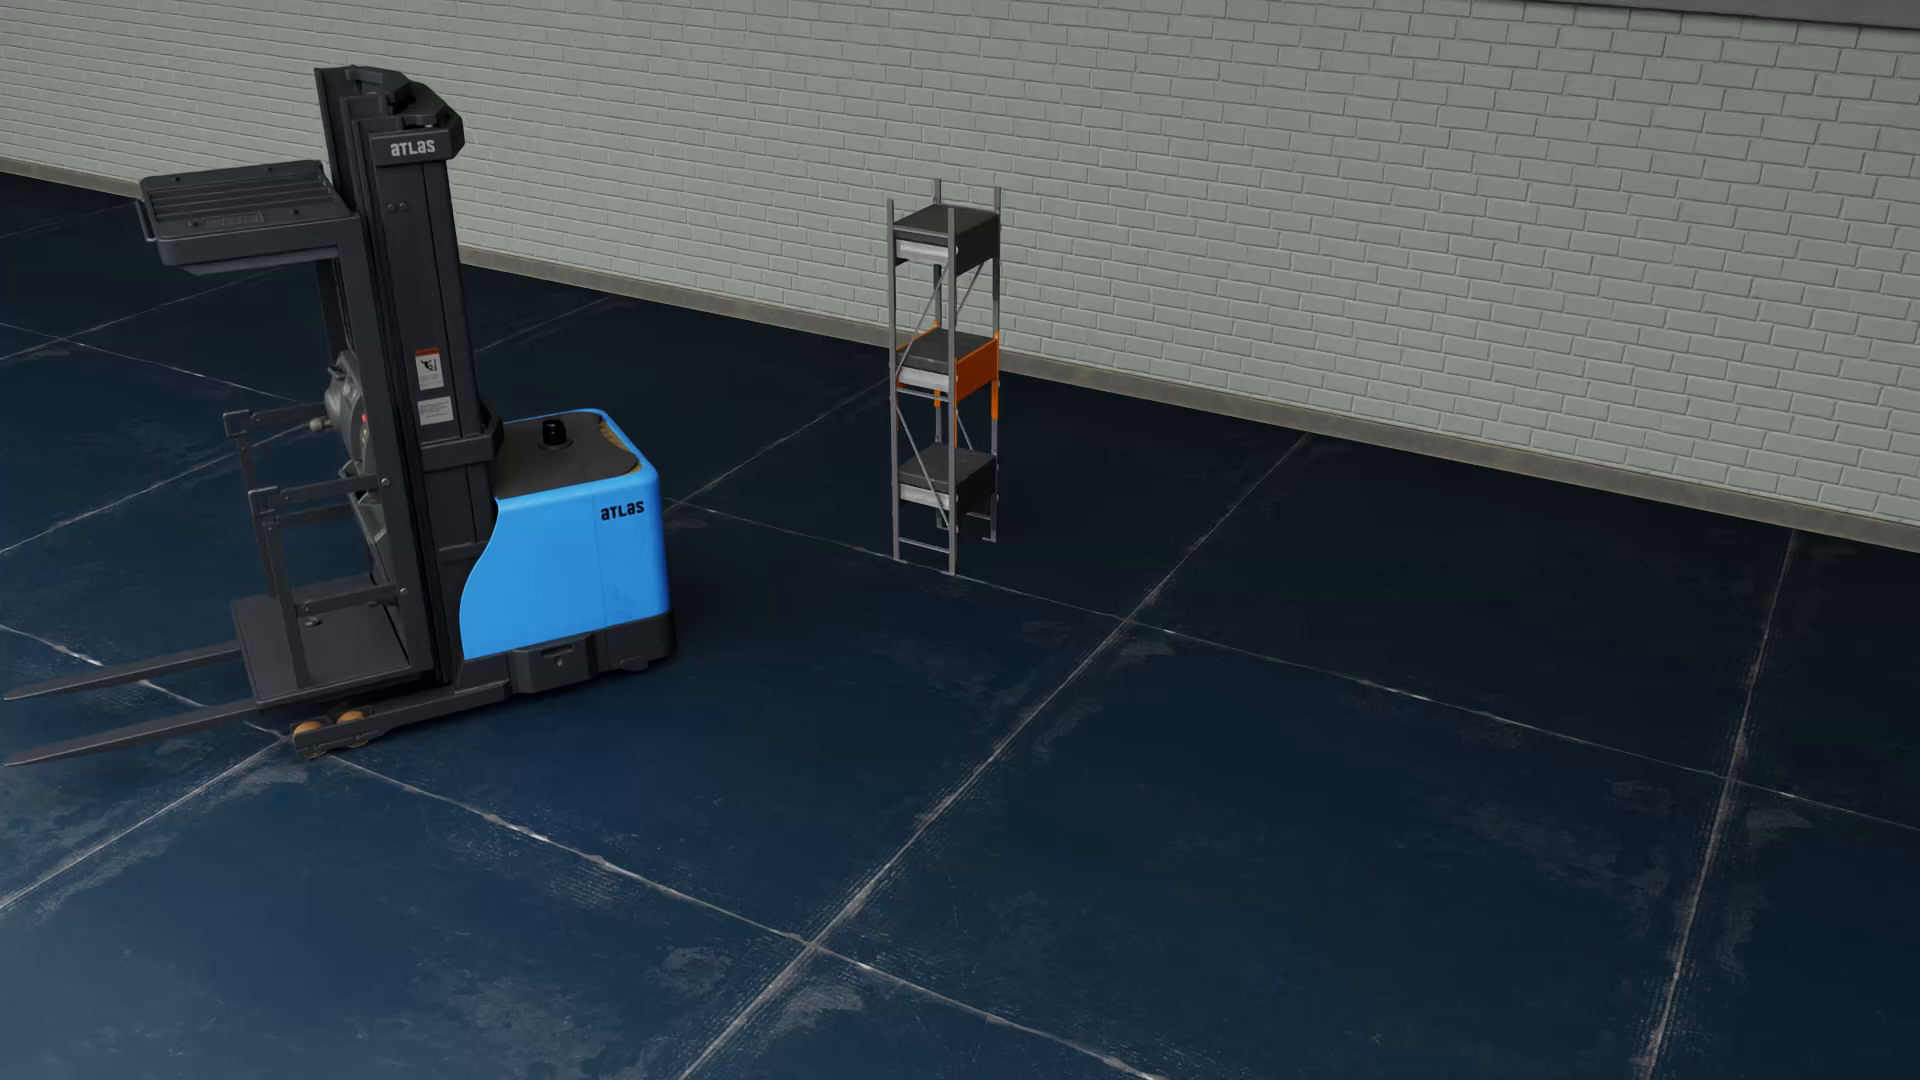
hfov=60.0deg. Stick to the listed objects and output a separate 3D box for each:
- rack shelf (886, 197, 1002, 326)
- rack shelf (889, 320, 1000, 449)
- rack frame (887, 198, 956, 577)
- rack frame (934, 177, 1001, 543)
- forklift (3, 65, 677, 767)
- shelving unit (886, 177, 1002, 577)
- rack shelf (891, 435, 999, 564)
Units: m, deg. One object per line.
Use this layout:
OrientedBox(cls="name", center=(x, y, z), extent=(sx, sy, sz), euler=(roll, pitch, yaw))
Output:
OrientedBox(cls="rack shelf", center=(-0.081, -1.488, 8.844), extent=(0.431, 0.518, 0.480), euler=(14, 30, 26))
OrientedBox(cls="rack shelf", center=(-0.081, -0.862, 9.157), extent=(0.431, 0.518, 0.480), euler=(14, 30, 26))
OrientedBox(cls="rack frame", center=(-0.201, -0.779, 8.961), extent=(0.400, 2.100, 0.015), euler=(14, 30, 26))
OrientedBox(cls="rack frame", center=(0.039, -0.970, 9.341), extent=(0.400, 2.100, 0.015), euler=(14, 30, 26))
OrientedBox(cls="forklift", center=(-2.993, -0.568, 7.611), extent=(3.031, 2.935, 1.130), euler=(-13, 29, -24))
OrientedBox(cls="shelving unit", center=(-0.081, -0.874, 9.151), extent=(0.431, 2.100, 0.503), euler=(14, 30, 26))
OrientedBox(cls="rack shelf", center=(-0.081, -0.236, 9.471), extent=(0.431, 0.518, 0.480), euler=(14, 30, 26))
